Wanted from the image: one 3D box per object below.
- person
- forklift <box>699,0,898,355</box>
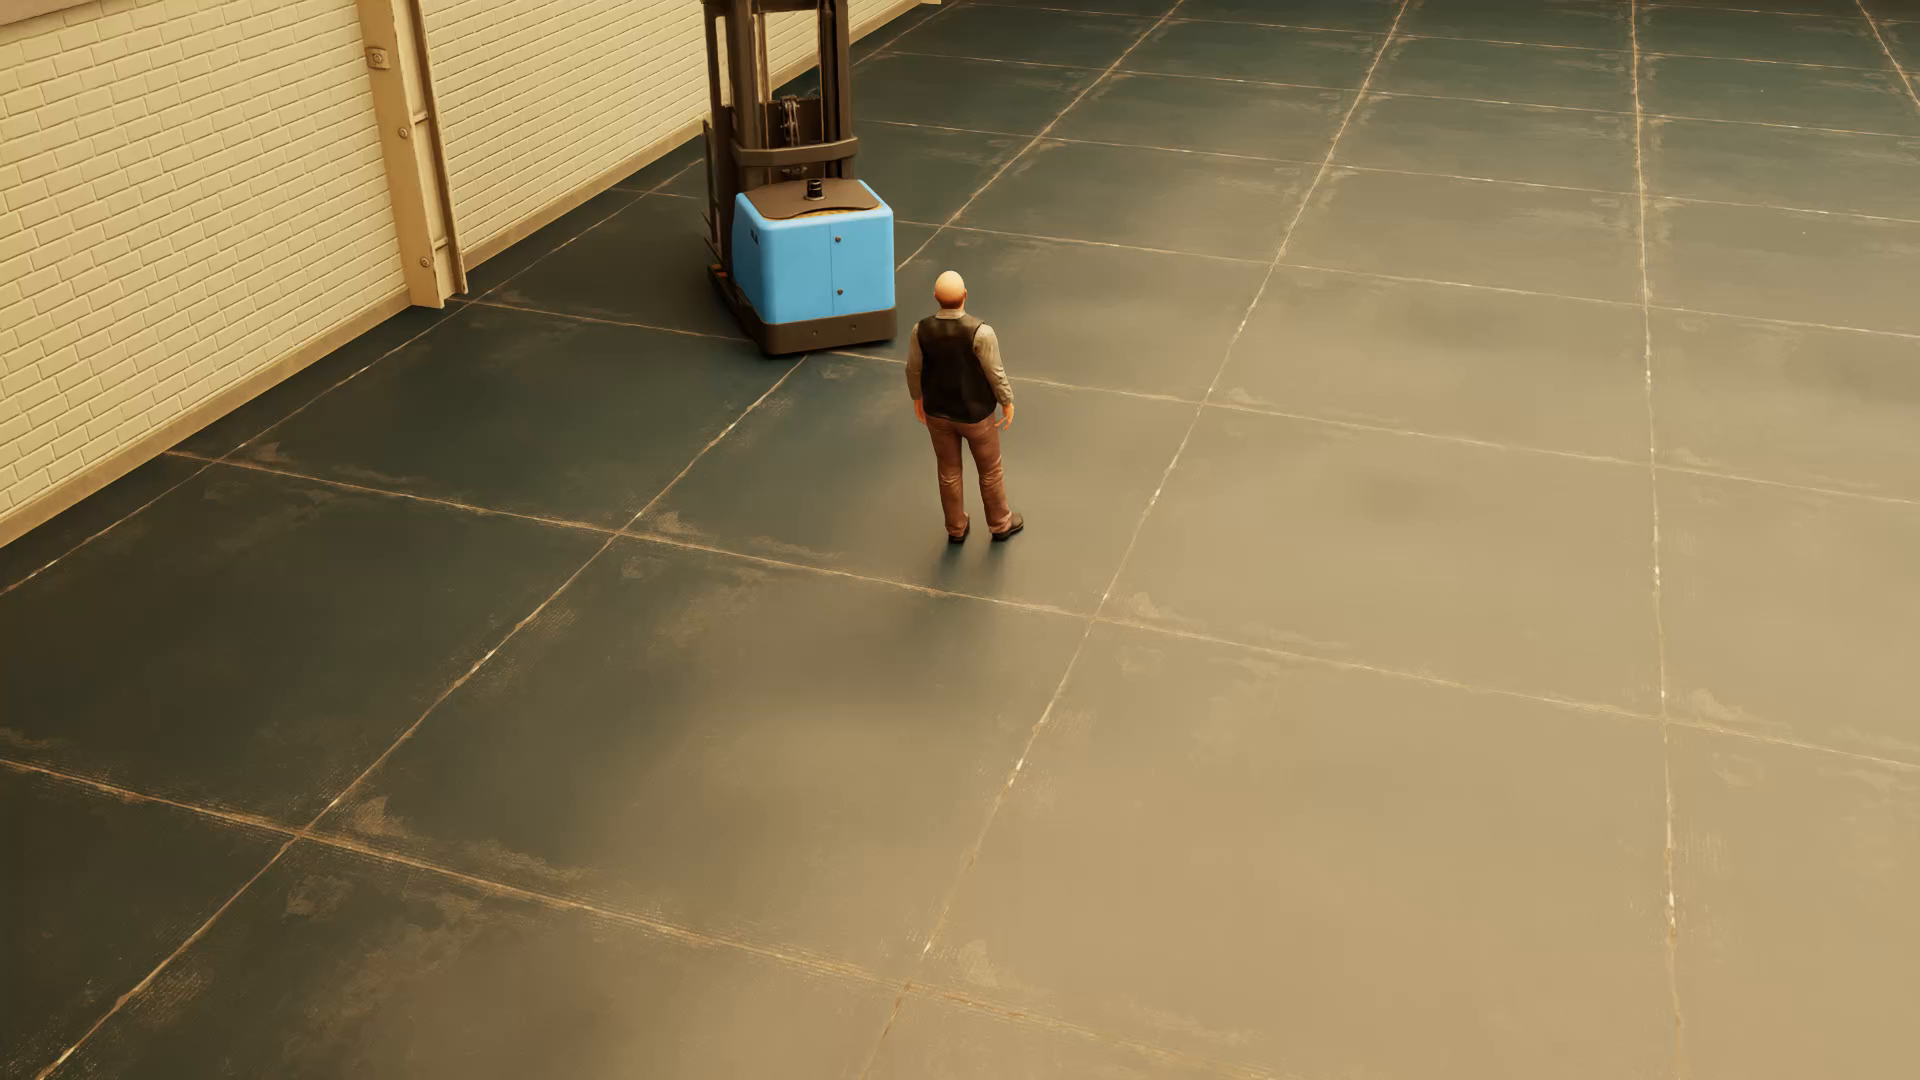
[{"bbox_3d":[0.028,-0.782,9.715,0.632,1.720,0.568,10,31,16],"label":"person"},{"bbox_3d":[-1.458,-3.368,13.045,1.130,2.935,3.031,-10,31,-17],"label":"forklift"}]
